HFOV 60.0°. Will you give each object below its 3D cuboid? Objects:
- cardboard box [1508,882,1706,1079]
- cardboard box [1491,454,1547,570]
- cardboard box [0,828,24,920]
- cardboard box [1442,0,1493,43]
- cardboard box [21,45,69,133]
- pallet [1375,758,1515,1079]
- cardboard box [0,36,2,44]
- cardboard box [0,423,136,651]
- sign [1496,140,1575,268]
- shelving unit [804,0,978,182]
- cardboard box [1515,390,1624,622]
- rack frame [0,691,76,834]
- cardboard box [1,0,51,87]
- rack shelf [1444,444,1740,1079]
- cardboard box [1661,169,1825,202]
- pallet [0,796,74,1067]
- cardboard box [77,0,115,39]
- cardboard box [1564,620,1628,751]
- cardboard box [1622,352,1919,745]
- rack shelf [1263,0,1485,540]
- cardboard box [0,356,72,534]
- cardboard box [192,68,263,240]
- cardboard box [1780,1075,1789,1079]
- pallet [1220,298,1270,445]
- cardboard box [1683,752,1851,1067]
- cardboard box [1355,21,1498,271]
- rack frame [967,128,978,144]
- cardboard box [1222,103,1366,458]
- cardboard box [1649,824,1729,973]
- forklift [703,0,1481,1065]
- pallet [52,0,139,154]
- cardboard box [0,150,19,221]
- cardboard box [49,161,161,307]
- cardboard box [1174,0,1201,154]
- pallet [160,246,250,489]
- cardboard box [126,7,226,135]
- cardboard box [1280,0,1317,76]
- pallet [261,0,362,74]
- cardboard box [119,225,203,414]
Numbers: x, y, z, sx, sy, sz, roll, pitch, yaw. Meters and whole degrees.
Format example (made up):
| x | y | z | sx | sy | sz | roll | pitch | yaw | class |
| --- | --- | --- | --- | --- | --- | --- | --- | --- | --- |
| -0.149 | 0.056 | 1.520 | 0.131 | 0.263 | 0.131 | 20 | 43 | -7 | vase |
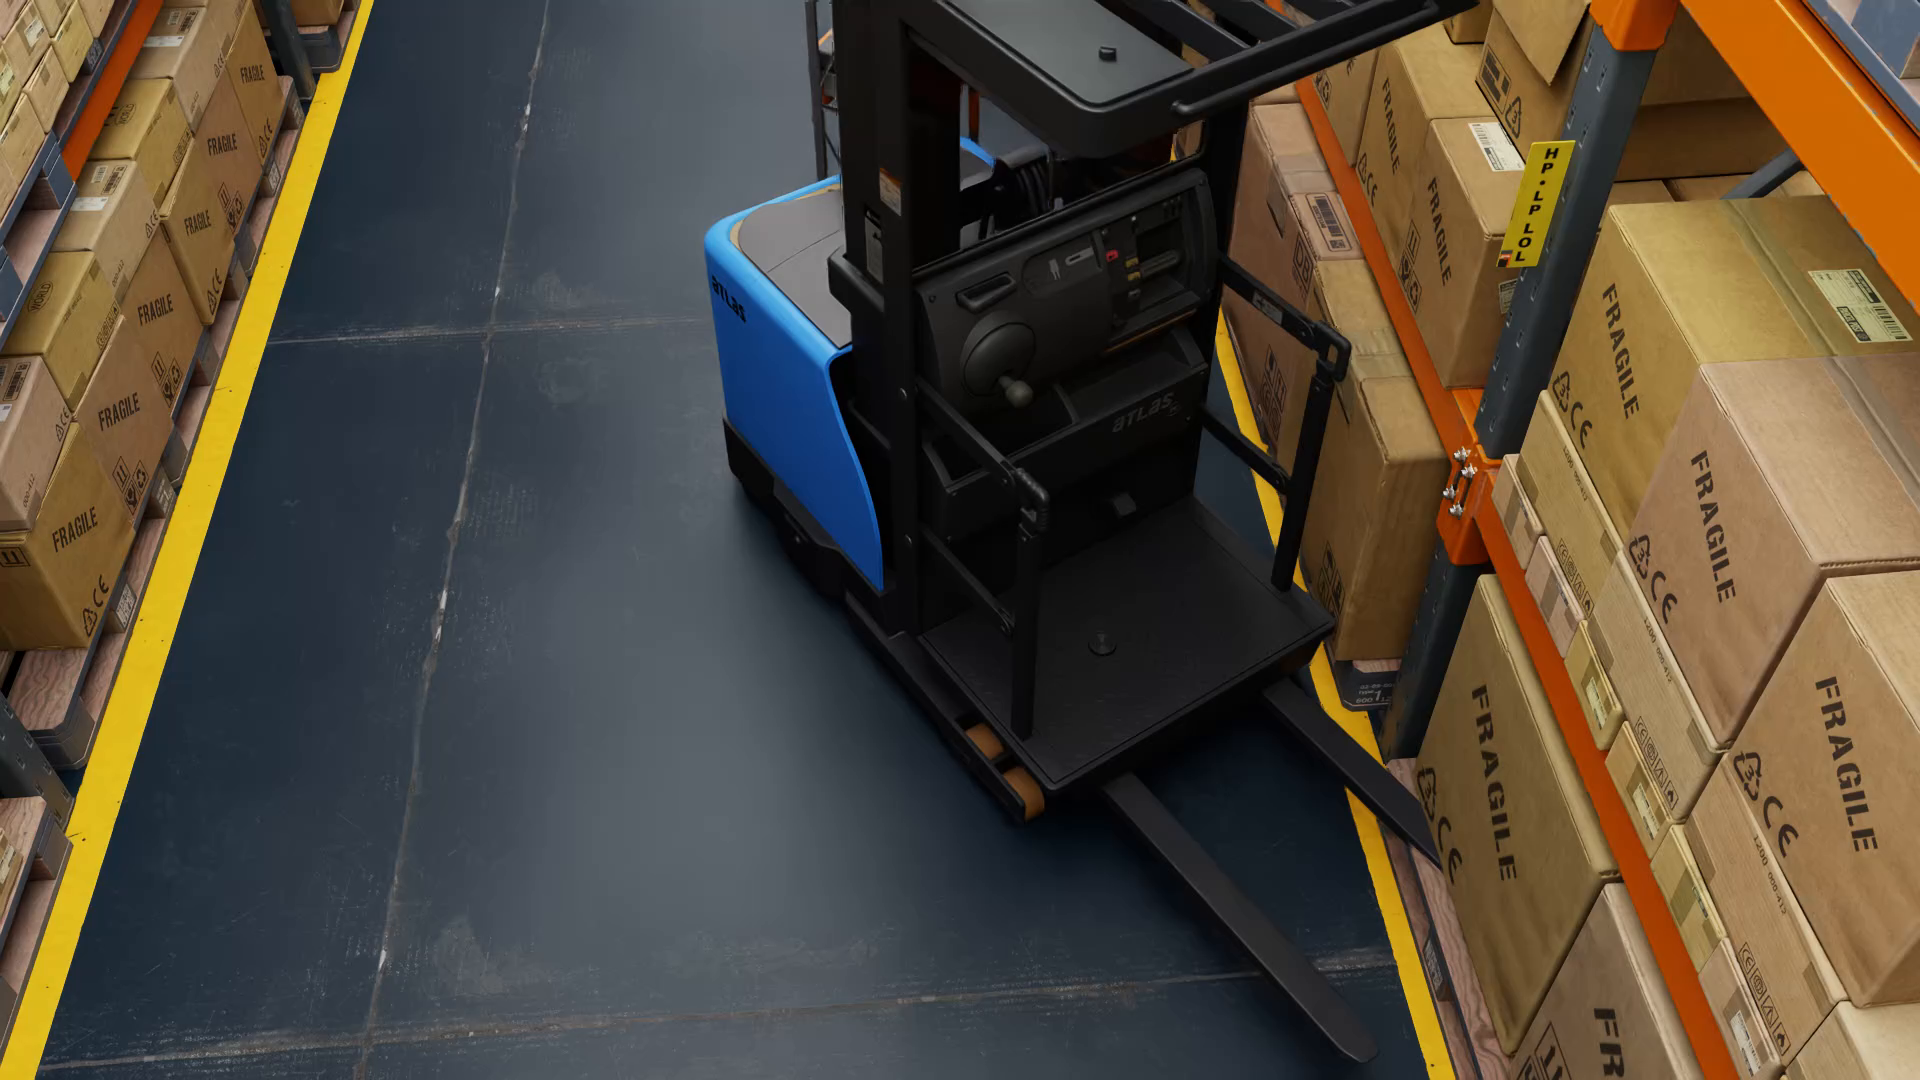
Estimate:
| x | y | z | sx | sy | sz | roll | pitch | yaw | class |
| --- | --- | --- | --- | --- | --- | --- | --- | --- | --- |
| 1.849 | 1.322 | 3.606 | 0.875 | 0.875 | 0.875 | -3 | 47 | -3 | cardboard box |
| 1.491 | -0.077 | 3.930 | 0.380 | 0.149 | 0.250 | -3 | 47 | -3 | cardboard box |
| -2.781 | 0.929 | 4.478 | 0.380 | 0.149 | 0.250 | -3 | 47 | -3 | cardboard box |
| 1.690 | -1.736 | 4.569 | 0.797 | 0.503 | 0.637 | -3 | 47 | -3 | cardboard box |
| -2.815 | -1.288 | 4.788 | 0.380 | 0.149 | 0.250 | -5 | 47 | -5 | cardboard box |
| 1.784 | 1.116 | 4.548 | 1.003 | 0.211 | 1.213 | -3 | 47 | -3 | pallet |
| -2.794 | -1.313 | 4.402 | 0.380 | 0.149 | 0.250 | -4 | 47 | -4 | cardboard box |
| -2.951 | -0.005 | 5.121 | 0.500 | 0.500 | 0.500 | -2 | 47 | -2 | cardboard box |
| 1.258 | -0.729 | 3.632 | 0.100 | 0.325 | 0.005 | -3 | 47 | -3 | sign |
| -0.222 | -1.595 | 5.814 | 0.431 | 2.100 | 0.503 | 18 | 49 | 17 | shelving unit |
| 1.576 | -0.093 | 3.670 | 0.500 | 0.250 | 0.500 | -4 | 47 | -4 | cardboard box |
| -3.153 | -0.170 | 3.845 | 1.000 | 3.000 | 0.127 | -3 | 47 | -3 | rack frame |
| -2.820 | -1.400 | 4.689 | 0.380 | 0.149 | 0.250 | -2 | 47 | -2 | cardboard box |
| 1.965 | 1.296 | 2.952 | 1.077 | 0.370 | 4.000 | -3 | 47 | -3 | rack shelf |
| 2.009 | -0.780 | 4.354 | 0.500 | 0.500 | 0.500 | -3 | 47 | -3 | cardboard box |
| -3.062 | 1.273 | 4.399 | 1.003 | 0.211 | 1.213 | -3 | 47 | -3 | pallet |
| -2.860 | -1.668 | 5.147 | 0.380 | 0.149 | 0.250 | -5 | 47 | -5 | cardboard box |
| 1.536 | 0.303 | 3.570 | 0.380 | 0.149 | 0.250 | -2 | 47 | -2 | cardboard box |
| 1.617 | 0.012 | 3.054 | 0.500 | 0.500 | 0.500 | -3 | 47 | -3 | cardboard box |
| 1.631 | -1.598 | 5.693 | 1.077 | 0.370 | 4.000 | -3 | 47 | -3 | rack shelf |
| -2.952 | -0.263 | 4.849 | 0.500 | 0.250 | 0.500 | -5 | 47 | -5 | cardboard box |
| -3.133 | -1.512 | 6.549 | 0.500 | 0.500 | 0.500 | -2 | 47 | -2 | cardboard box |
| 1.623 | 1.050 | 2.862 | 0.380 | 0.149 | 0.250 | -5 | 47 | -4 | cardboard box |
| 1.553 | -0.878 | 6.436 | 1.003 | 0.211 | 1.213 | -3 | 47 | -3 | pallet |
| 1.662 | 0.642 | 2.975 | 0.500 | 0.250 | 0.500 | -2 | 47 | -2 | cardboard box |
| 1.452 | -1.113 | 4.669 | 0.500 | 0.500 | 0.500 | -2 | 47 | -2 | cardboard box |
| -0.120 | -1.756 | 5.967 | 0.400 | 2.100 | 0.015 | 18 | 49 | 17 | rack frame |
| 1.649 | -0.920 | 5.730 | 1.225 | 0.875 | 0.875 | -5 | 47 | -5 | cardboard box |
| 1.581 | 0.678 | 3.215 | 0.380 | 0.149 | 0.250 | -4 | 47 | -4 | cardboard box |
| 0.429 | -0.573 | 4.274 | 1.130 | 2.935 | 3.031 | -27 | 52 | -23 | forklift |
| -3.281 | -1.568 | 5.301 | 1.003 | 0.211 | 1.213 | -3 | 47 | -3 | pallet |
| -2.774 | -0.922 | 4.441 | 0.380 | 0.149 | 0.250 | -3 | 47 | -3 | cardboard box |
| -3.037 | -1.018 | 5.564 | 0.500 | 0.250 | 0.500 | -2 | 47 | -2 | cardboard box |
| 1.500 | -2.205 | 6.947 | 1.225 | 0.875 | 0.875 | -5 | 47 | -5 | cardboard box |
| -3.325 | -0.659 | 6.229 | 1.003 | 0.211 | 1.213 | -3 | 47 | -3 | pallet |
| -3.116 | -1.763 | 6.270 | 0.500 | 0.250 | 0.500 | -3 | 47 | -3 | cardboard box |
| 1.364 | -1.853 | 5.370 | 0.500 | 0.500 | 0.500 | -3 | 47 | -3 | cardboard box |
| -3.479 | -2.680 | 8.143 | 1.003 | 0.211 | 1.213 | -3 | 47 | -3 | pallet |
| -3.054 | -0.766 | 5.842 | 0.500 | 0.500 | 0.500 | -3 | 47 | -3 | cardboard box |
